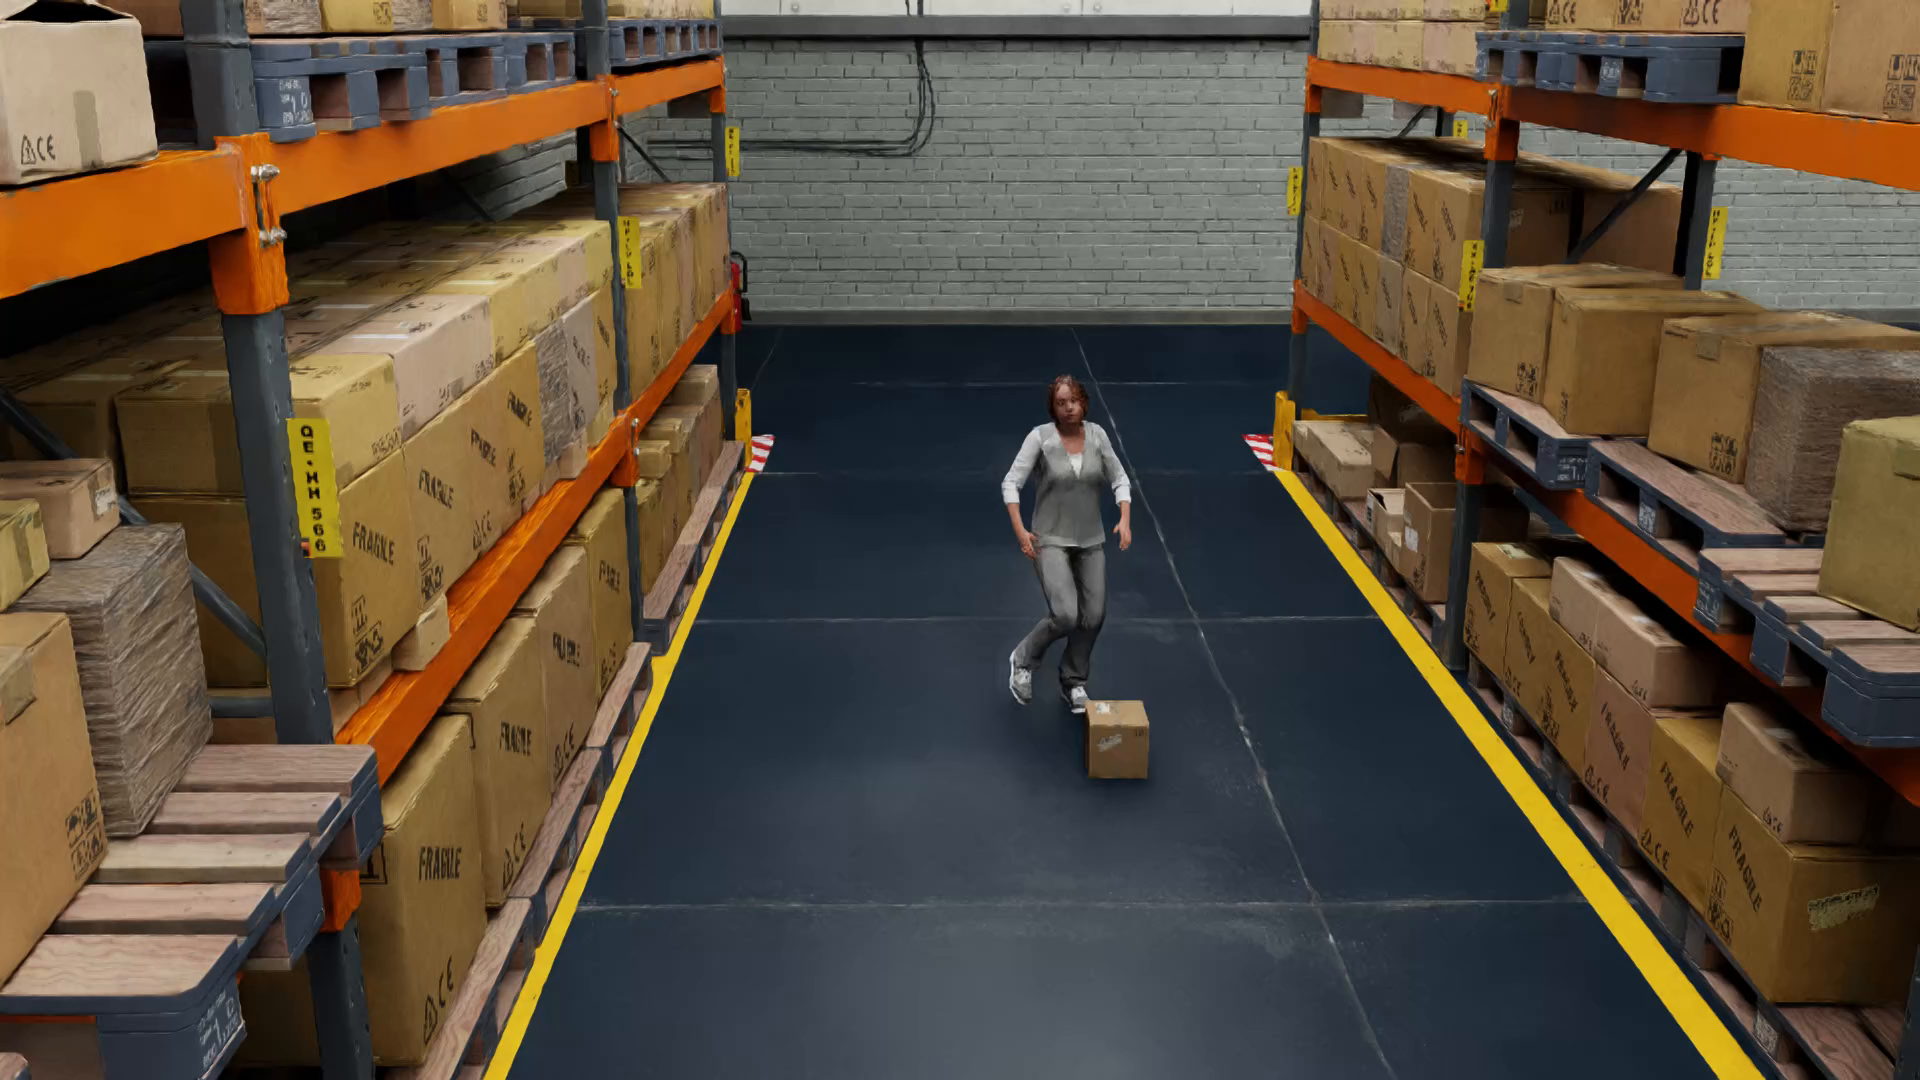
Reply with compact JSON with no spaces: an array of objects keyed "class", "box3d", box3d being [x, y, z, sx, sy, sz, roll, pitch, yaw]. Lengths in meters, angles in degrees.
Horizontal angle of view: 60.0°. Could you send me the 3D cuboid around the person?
[{"class":"person","box3d":[0.524,0.032,7.519,0.585,1.567,0.439,-8,19,-23]}]
